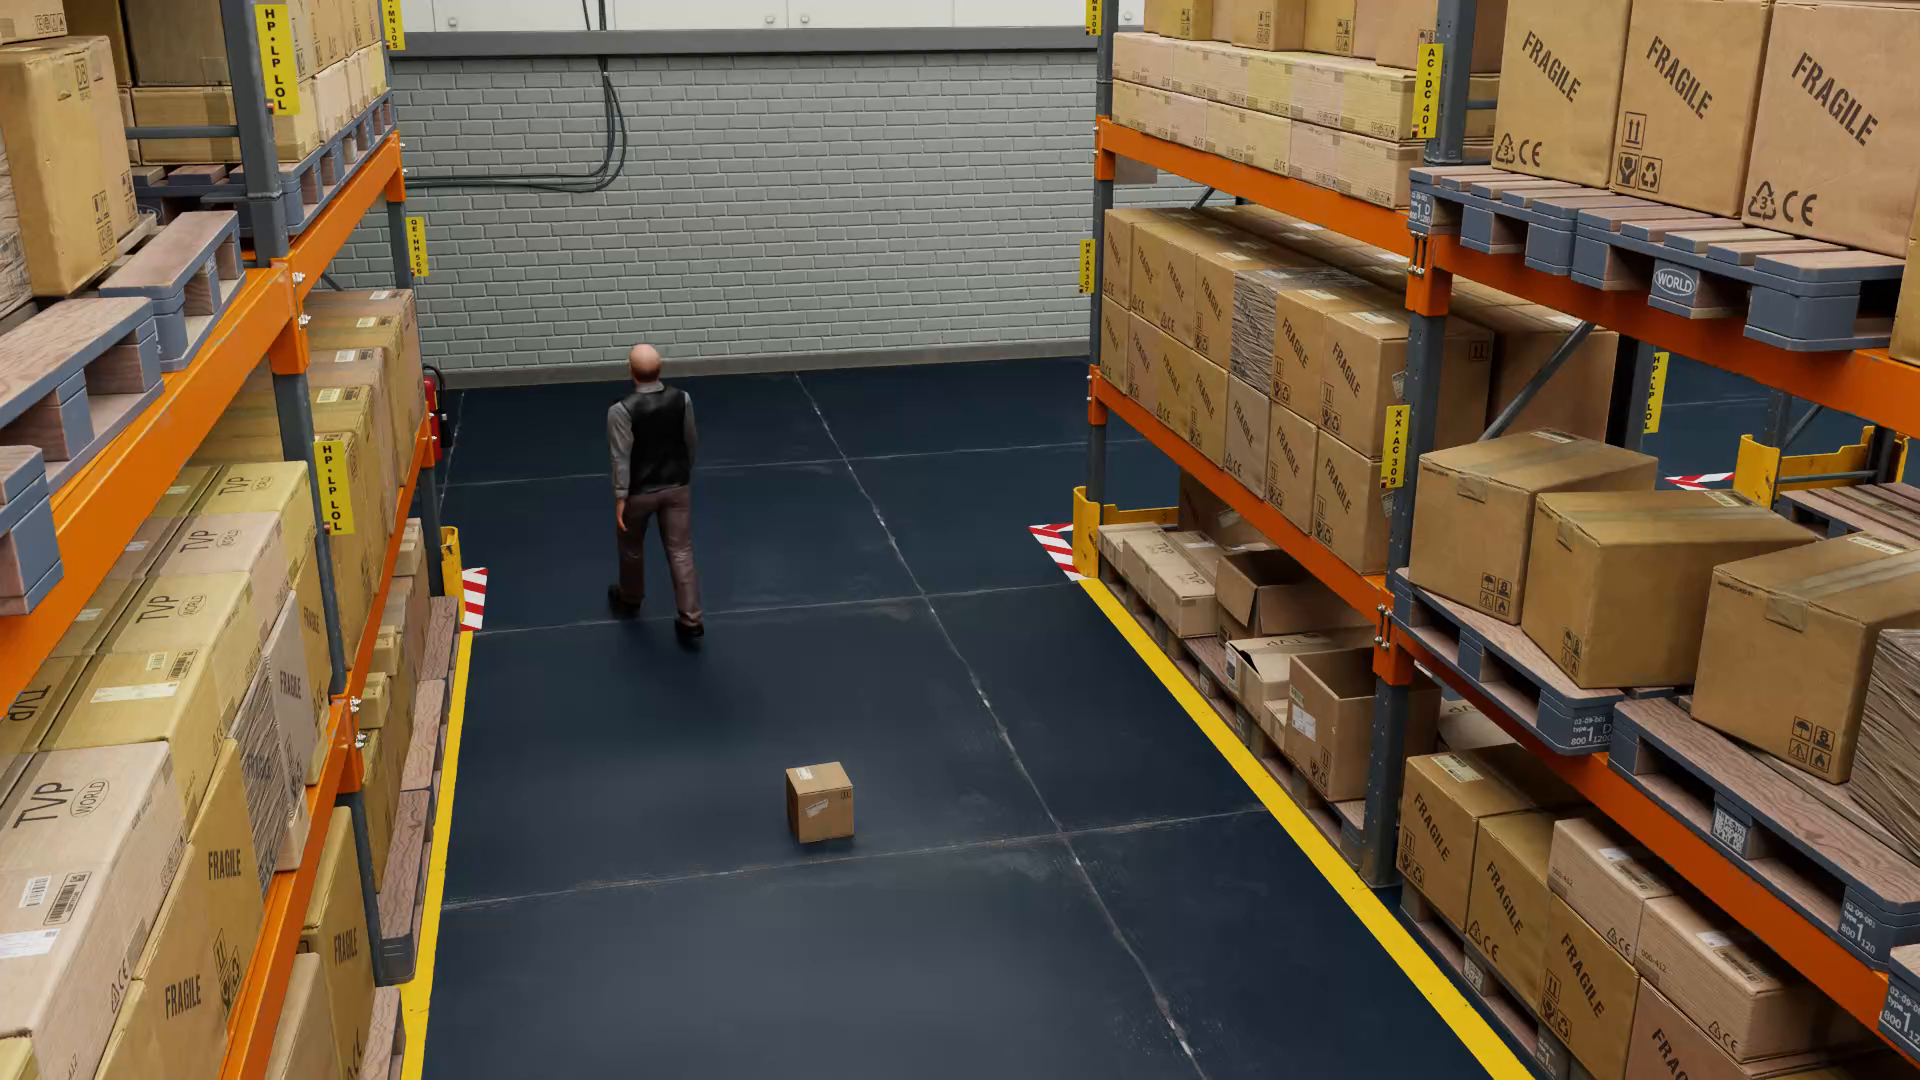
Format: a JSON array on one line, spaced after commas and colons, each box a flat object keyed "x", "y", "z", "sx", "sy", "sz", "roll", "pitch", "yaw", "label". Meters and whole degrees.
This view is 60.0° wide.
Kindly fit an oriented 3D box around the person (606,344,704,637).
[{"x": -1.758, "y": -0.314, "z": 9.503, "sx": 0.560, "sy": 1.675, "sz": 1.024, "roll": -10, "pitch": 22, "yaw": -27, "label": "person"}]
